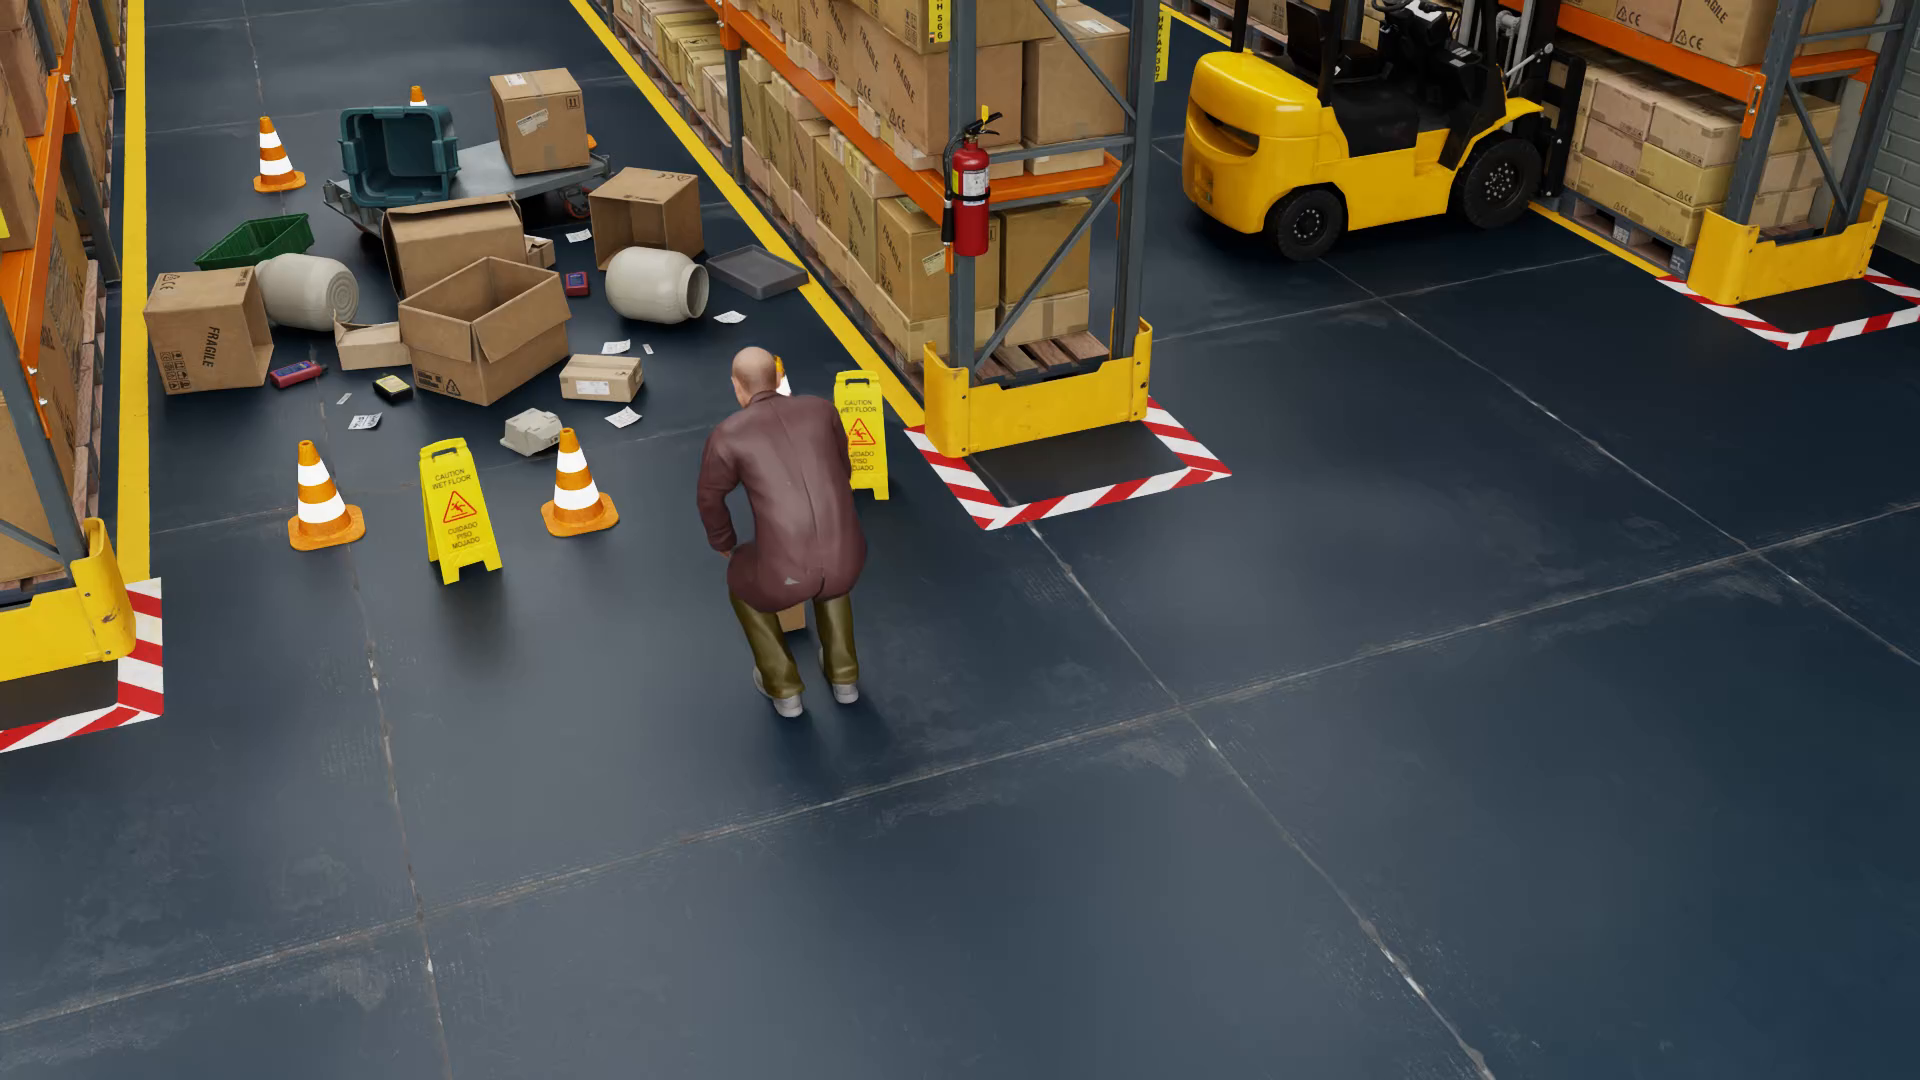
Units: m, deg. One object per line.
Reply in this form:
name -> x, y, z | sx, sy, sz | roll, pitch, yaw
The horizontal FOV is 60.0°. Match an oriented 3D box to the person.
person -> -0.678, -0.003, 6.488 | 0.631, 1.423, 0.719 | -13, 35, -19
